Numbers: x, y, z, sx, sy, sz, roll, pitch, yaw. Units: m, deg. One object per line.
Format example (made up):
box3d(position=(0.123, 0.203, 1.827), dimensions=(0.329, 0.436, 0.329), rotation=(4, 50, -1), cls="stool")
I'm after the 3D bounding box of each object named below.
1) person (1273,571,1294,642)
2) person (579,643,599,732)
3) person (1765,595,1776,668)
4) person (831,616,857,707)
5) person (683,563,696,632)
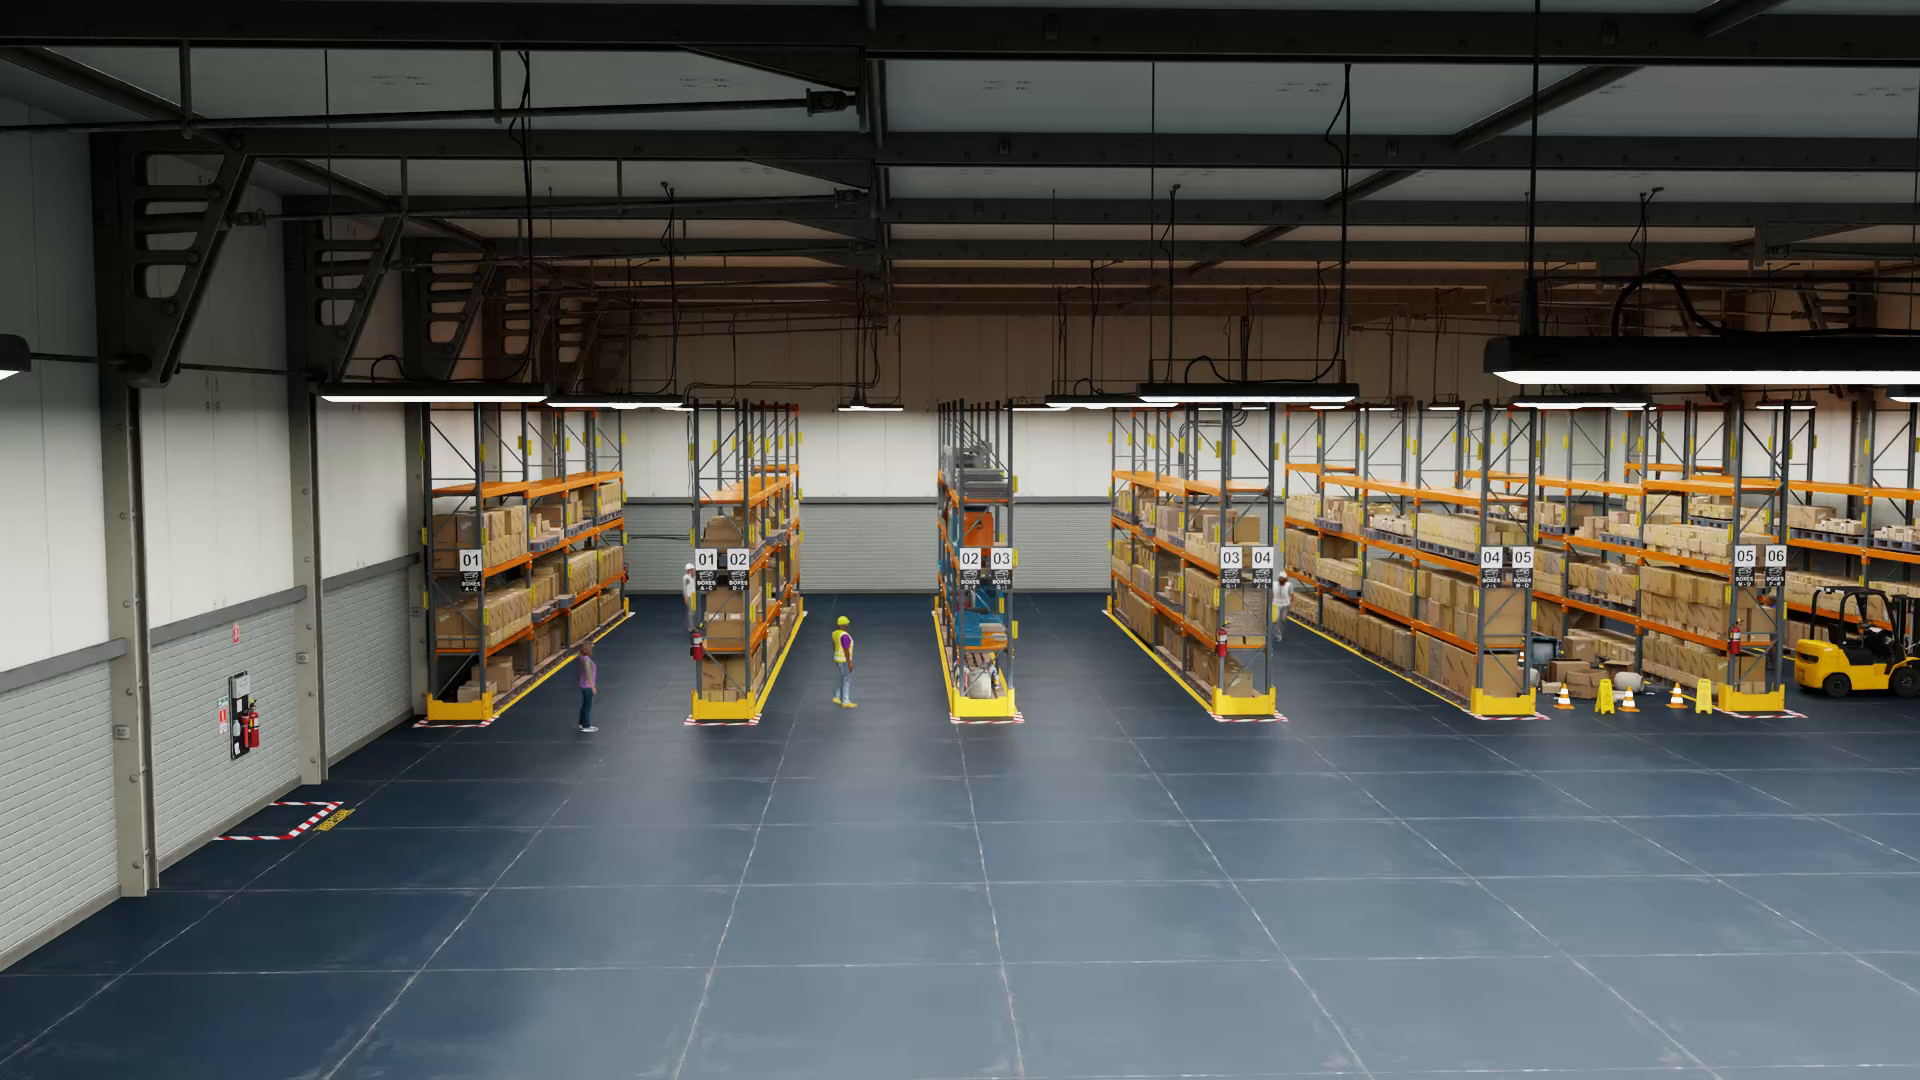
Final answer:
box3d(position=(8.175, 1.693, 42.084), dimensions=(0.504, 1.808, 0.887), rotation=(0, 4, -2), cls="person")
box3d(position=(-6.712, 2.658, 29.980), dimensions=(0.365, 1.616, 0.493), rotation=(-1, 4, -10), cls="person")
box3d(position=(18.172, 2.059, 37.352), dimensions=(0.536, 1.677, 0.739), rotation=(-1, 4, -11), cls="person")
box3d(position=(-2.264, 2.386, 32.552), dimensions=(0.459, 1.795, 0.640), rotation=(-1, 5, -17), cls="person")
box3d(position=(-7.062, 1.506, 43.932), dimensions=(0.477, 1.777, 0.557), rotation=(1, 4, 8), cls="person")
